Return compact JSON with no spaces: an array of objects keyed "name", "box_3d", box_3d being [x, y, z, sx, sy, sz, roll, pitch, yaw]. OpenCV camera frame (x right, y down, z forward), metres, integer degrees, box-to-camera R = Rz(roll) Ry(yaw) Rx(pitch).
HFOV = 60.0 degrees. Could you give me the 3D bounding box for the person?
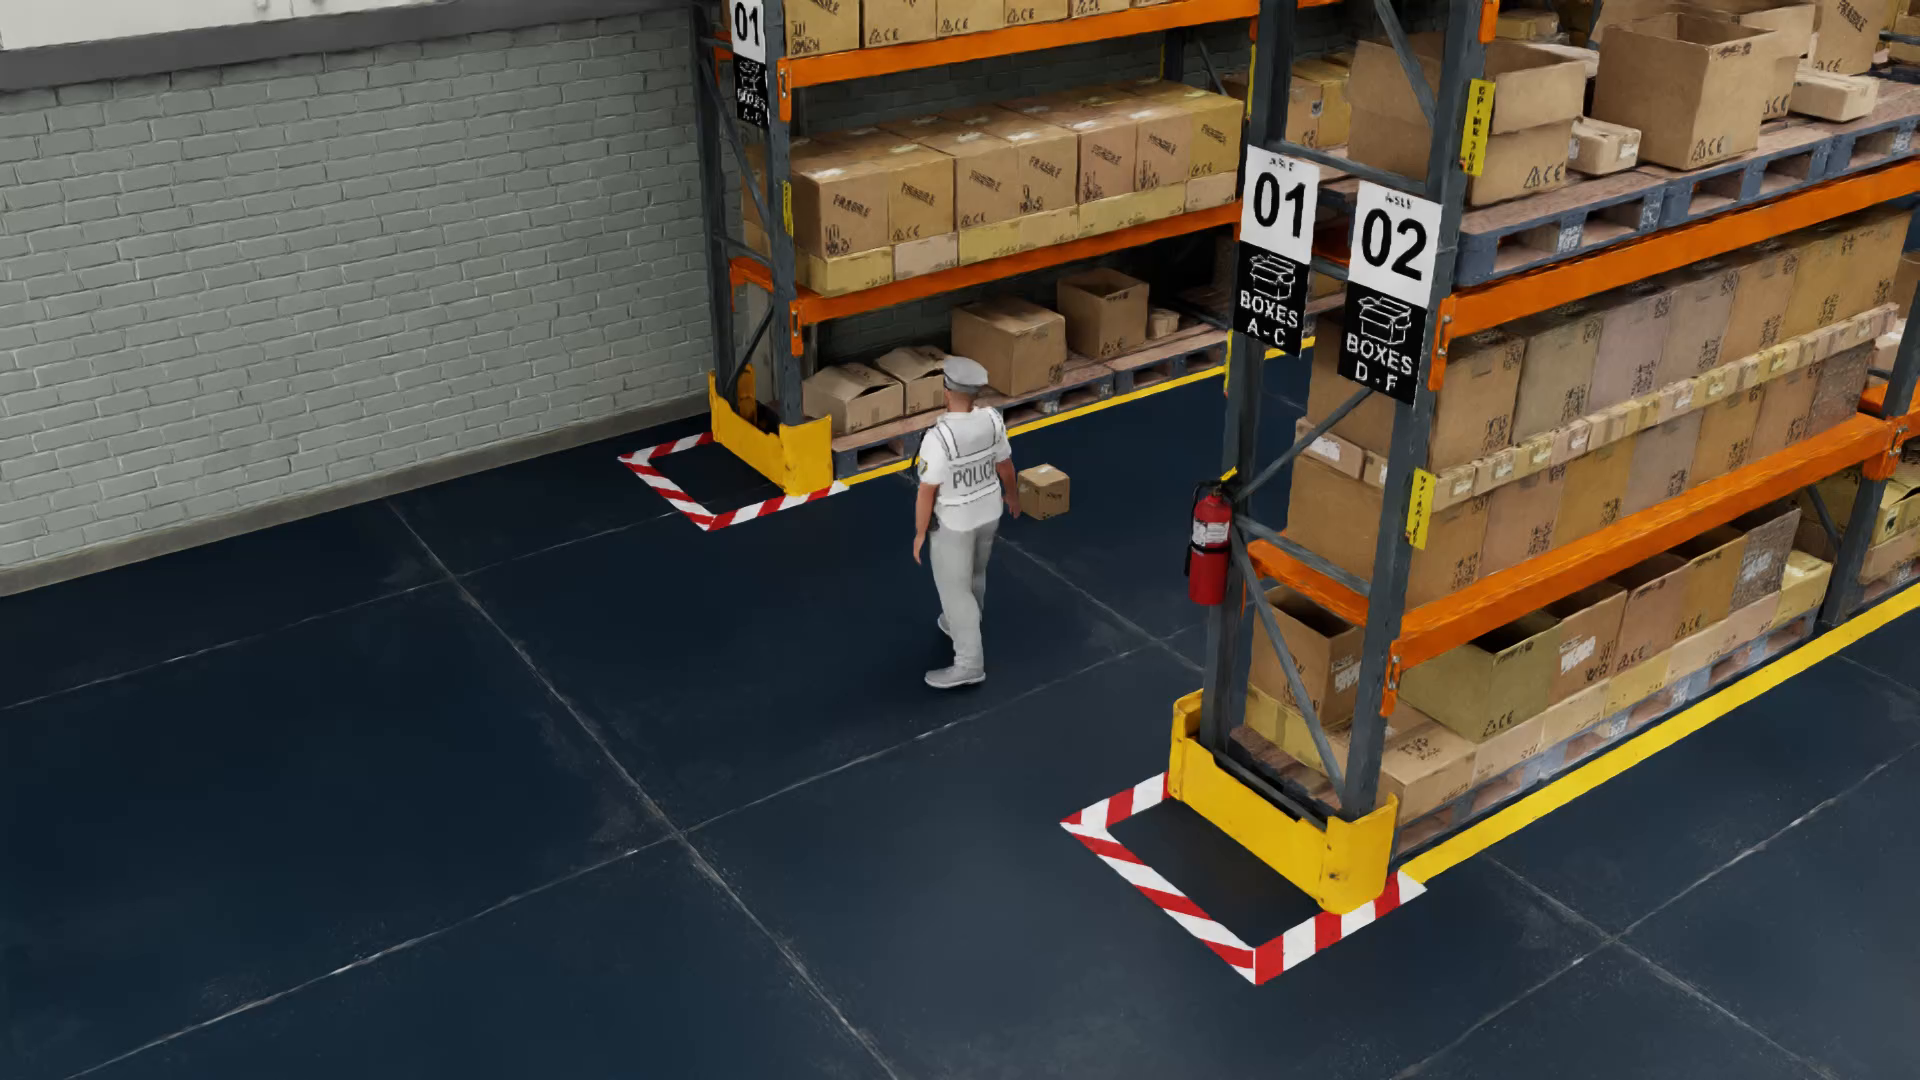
[{"name":"person","box_3d":[0.014,-0.143,8.856,0.761,1.748,0.639,-25,37,-38]}]
